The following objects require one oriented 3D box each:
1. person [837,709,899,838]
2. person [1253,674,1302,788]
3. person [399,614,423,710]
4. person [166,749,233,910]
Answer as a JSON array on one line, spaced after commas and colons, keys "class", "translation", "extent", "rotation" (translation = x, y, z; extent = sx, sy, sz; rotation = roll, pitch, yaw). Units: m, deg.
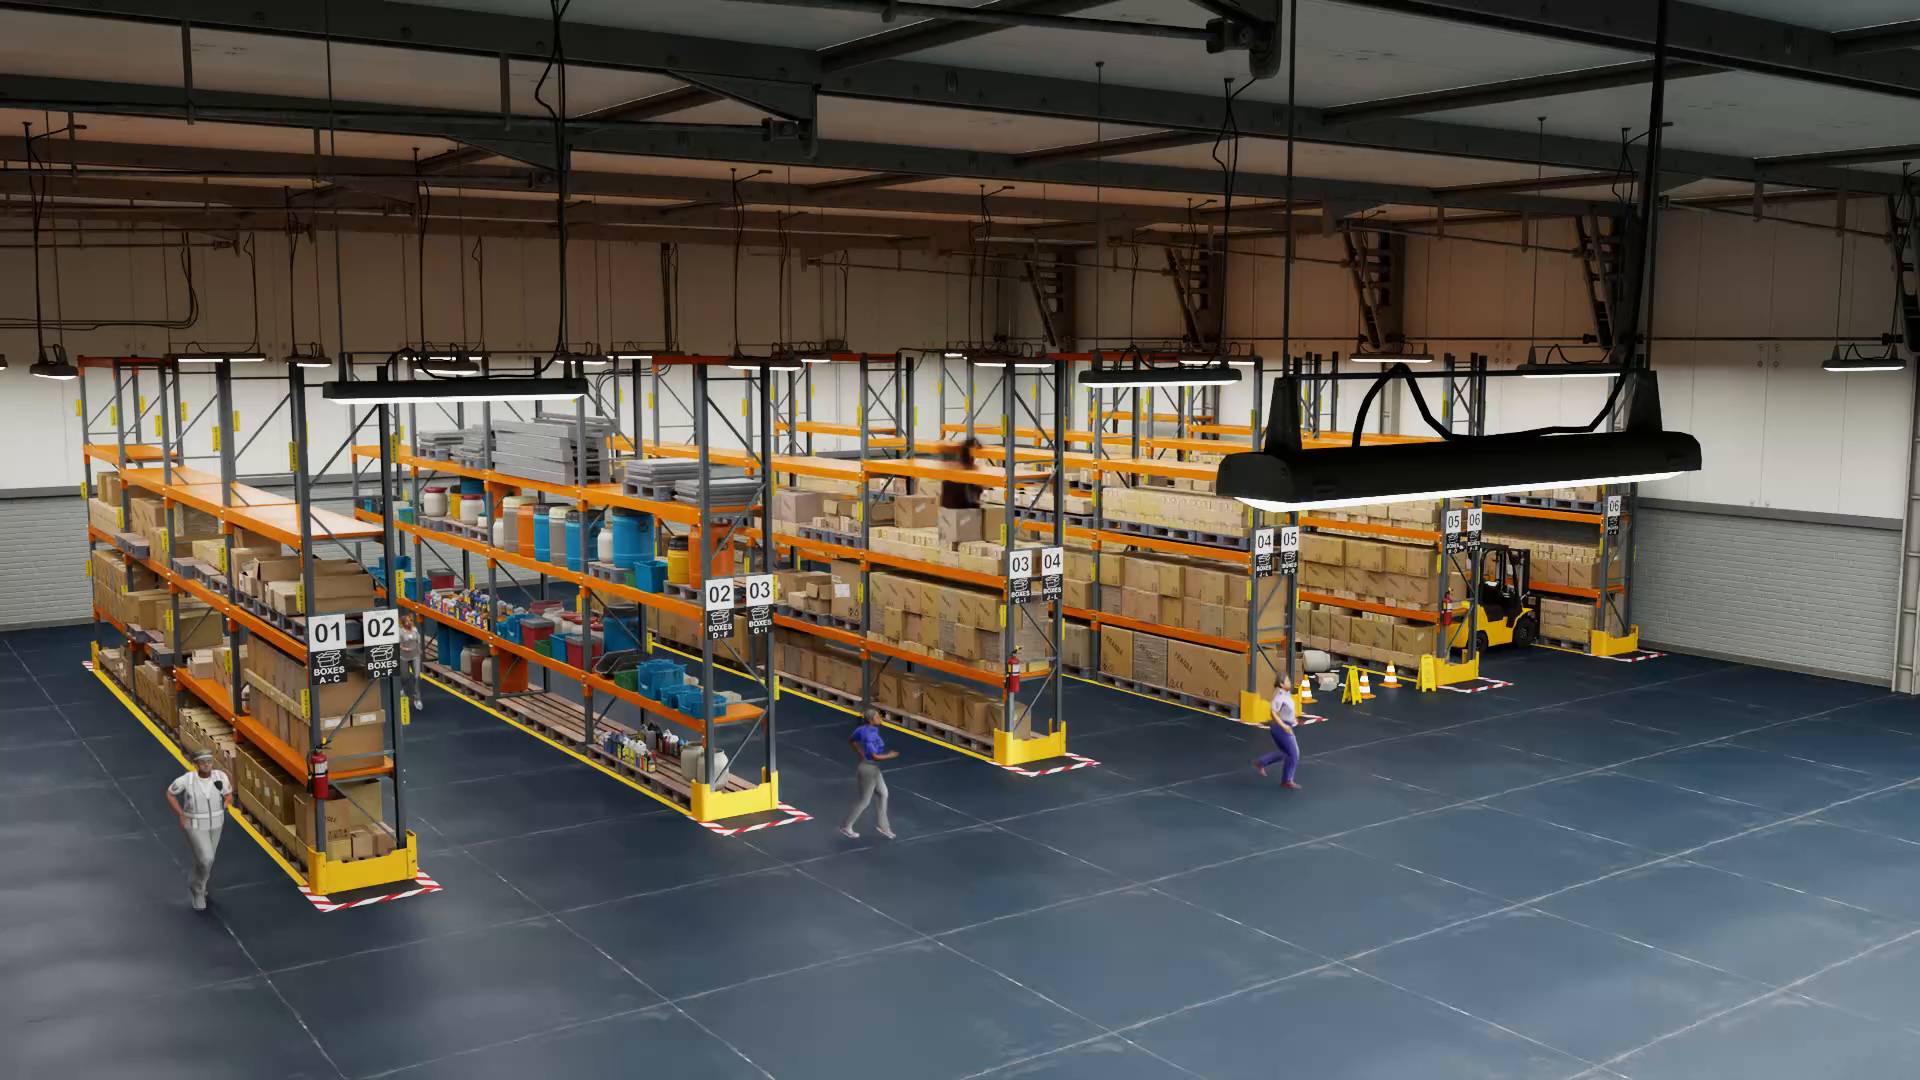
[{"class": "person", "translation": [-1.167, 2.975, 21.006], "extent": [0.785, 1.726, 0.589], "rotation": [-1, 7, -7]}, {"class": "person", "translation": [4.502, 2.695, 23.535], "extent": [0.693, 1.637, 0.602], "rotation": [1, 7, 9]}, {"class": "person", "translation": [-9.494, 2.066, 28.627], "extent": [0.538, 1.605, 0.877], "rotation": [-5, 9, -37]}, {"class": "person", "translation": [-8.449, 3.219, 18.636], "extent": [0.752, 1.826, 0.629], "rotation": [6, 9, 40]}]
